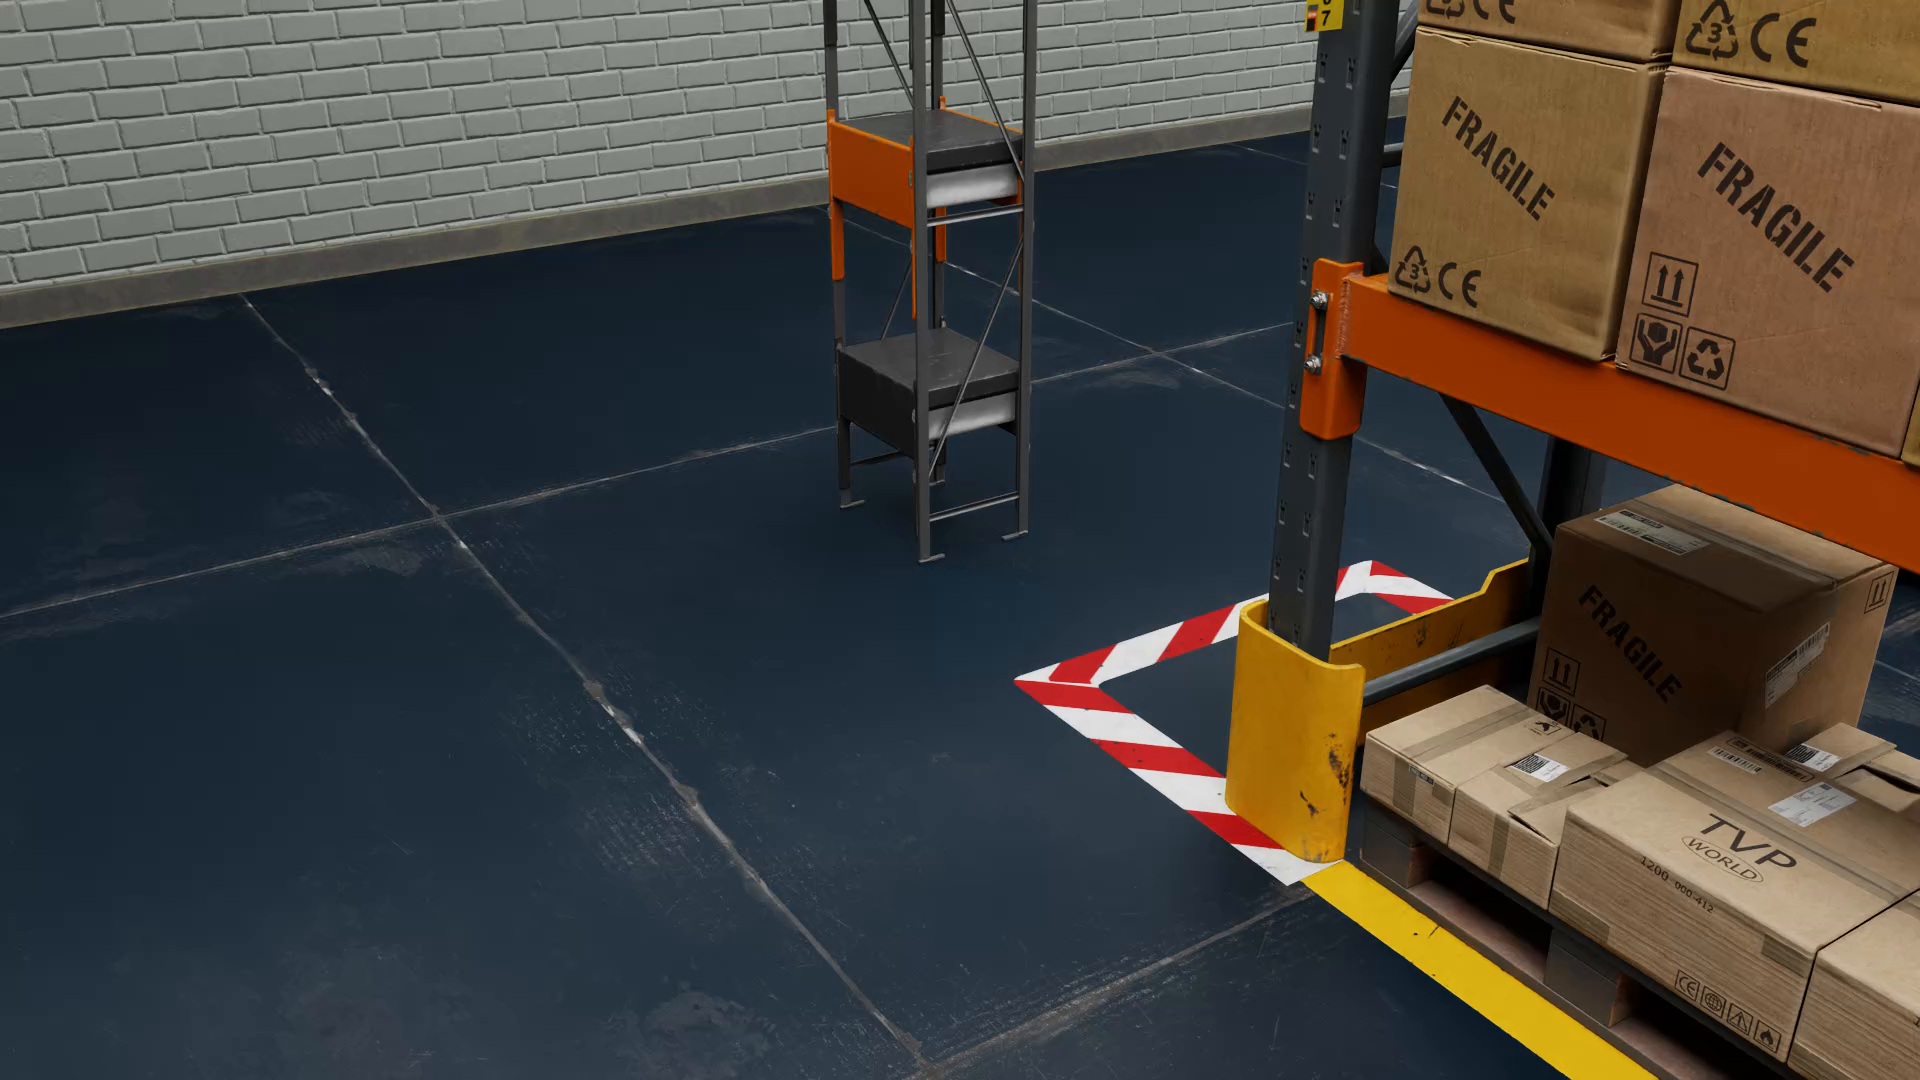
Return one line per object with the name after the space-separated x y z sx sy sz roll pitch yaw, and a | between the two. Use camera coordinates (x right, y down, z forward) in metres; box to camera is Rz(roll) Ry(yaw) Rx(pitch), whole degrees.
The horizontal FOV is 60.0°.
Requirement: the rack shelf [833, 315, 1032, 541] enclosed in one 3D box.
-0.090 -0.363 5.232 0.431 0.518 0.480 -16 29 -30 | rack shelf

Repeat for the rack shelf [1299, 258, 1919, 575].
2.236 0.194 2.168 1.077 0.370 4.000 -16 29 -30 | rack shelf

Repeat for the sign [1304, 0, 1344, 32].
0.690 -1.112 3.077 0.100 0.325 0.005 -16 29 -30 | sign

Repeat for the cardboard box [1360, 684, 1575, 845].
1.085 0.473 3.558 0.380 0.149 0.250 -16 29 -30 | cardboard box

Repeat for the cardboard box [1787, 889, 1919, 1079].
1.749 0.816 2.713 0.500 0.250 0.500 -16 29 -30 | cardboard box

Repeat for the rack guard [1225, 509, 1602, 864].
1.186 0.311 4.006 1.175 0.500 0.348 -16 29 -30 | rack guard

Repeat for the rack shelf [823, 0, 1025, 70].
-0.090 -1.629 4.634 0.431 0.518 0.480 -16 29 -30 | rack shelf

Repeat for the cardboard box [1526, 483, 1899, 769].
1.647 0.222 3.679 0.500 0.500 0.500 -16 29 -30 | cardboard box

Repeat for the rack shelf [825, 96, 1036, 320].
-0.090 -0.996 4.933 0.431 0.518 0.480 -16 29 -30 | rack shelf

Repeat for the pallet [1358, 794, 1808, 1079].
1.622 0.726 3.464 1.003 0.211 1.213 -16 29 -30 | pallet

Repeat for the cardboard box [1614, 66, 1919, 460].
1.452 -0.489 2.654 0.500 0.500 0.500 -16 30 -30 | cardboard box

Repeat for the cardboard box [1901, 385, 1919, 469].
1.723 -0.308 2.272 0.500 0.500 0.500 -16 29 -30 | cardboard box

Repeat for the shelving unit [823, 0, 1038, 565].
-0.090 -1.009 4.927 0.431 2.100 0.503 -16 29 -30 | shelving unit

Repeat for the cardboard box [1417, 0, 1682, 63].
1.165 -1.124 2.829 0.500 0.500 0.500 -15 29 -28 | cardboard box

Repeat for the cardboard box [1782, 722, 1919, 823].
1.793 0.538 3.399 0.380 0.166 0.250 -16 29 -30 | cardboard box

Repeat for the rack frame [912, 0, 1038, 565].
0.043 -0.921 4.742 0.400 2.100 0.015 -16 29 -30 | rack frame

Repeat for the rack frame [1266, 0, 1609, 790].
1.144 -0.847 3.530 1.000 3.000 0.127 -16 29 -30 | rack frame

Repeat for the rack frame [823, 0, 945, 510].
-0.224 -1.096 5.112 0.400 2.100 0.015 -16 29 -30 | rack frame

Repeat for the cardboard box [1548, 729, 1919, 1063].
1.476 0.637 3.092 0.500 0.250 0.500 -16 29 -30 | cardboard box

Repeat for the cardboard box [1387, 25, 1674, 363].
1.165 -0.672 3.042 0.500 0.500 0.500 -15 29 -29 | cardboard box

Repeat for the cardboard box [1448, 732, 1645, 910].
1.221 0.555 3.365 0.380 0.166 0.250 -16 29 -30 | cardboard box

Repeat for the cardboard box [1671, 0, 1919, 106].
1.457 -0.939 2.437 0.500 0.500 0.500 -15 29 -29 | cardboard box
